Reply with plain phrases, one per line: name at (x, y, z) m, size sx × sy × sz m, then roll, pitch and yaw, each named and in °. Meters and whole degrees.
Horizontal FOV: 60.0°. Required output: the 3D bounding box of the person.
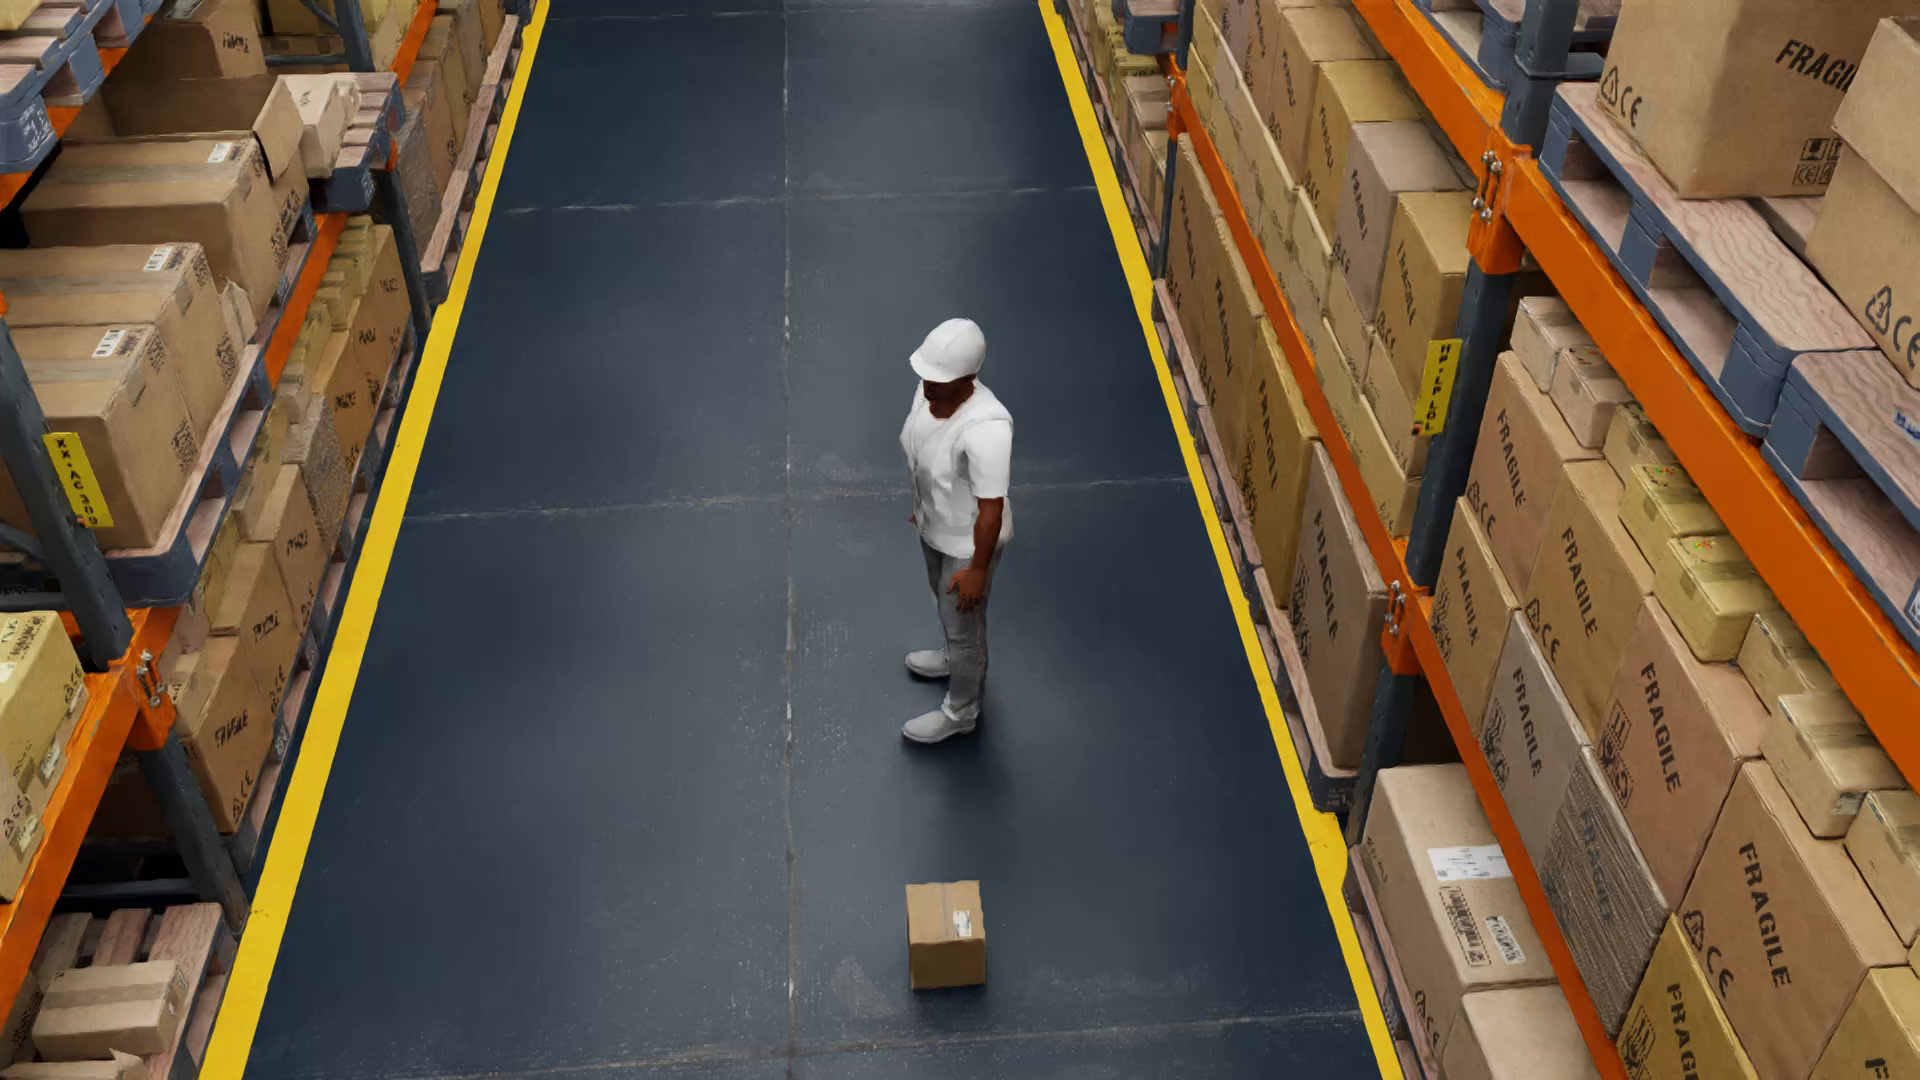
person at (-0.066, -0.029, 6.123) m, size 0.470 × 1.770 × 0.636 m, roll -16°, pitch 42°, yaw -19°
